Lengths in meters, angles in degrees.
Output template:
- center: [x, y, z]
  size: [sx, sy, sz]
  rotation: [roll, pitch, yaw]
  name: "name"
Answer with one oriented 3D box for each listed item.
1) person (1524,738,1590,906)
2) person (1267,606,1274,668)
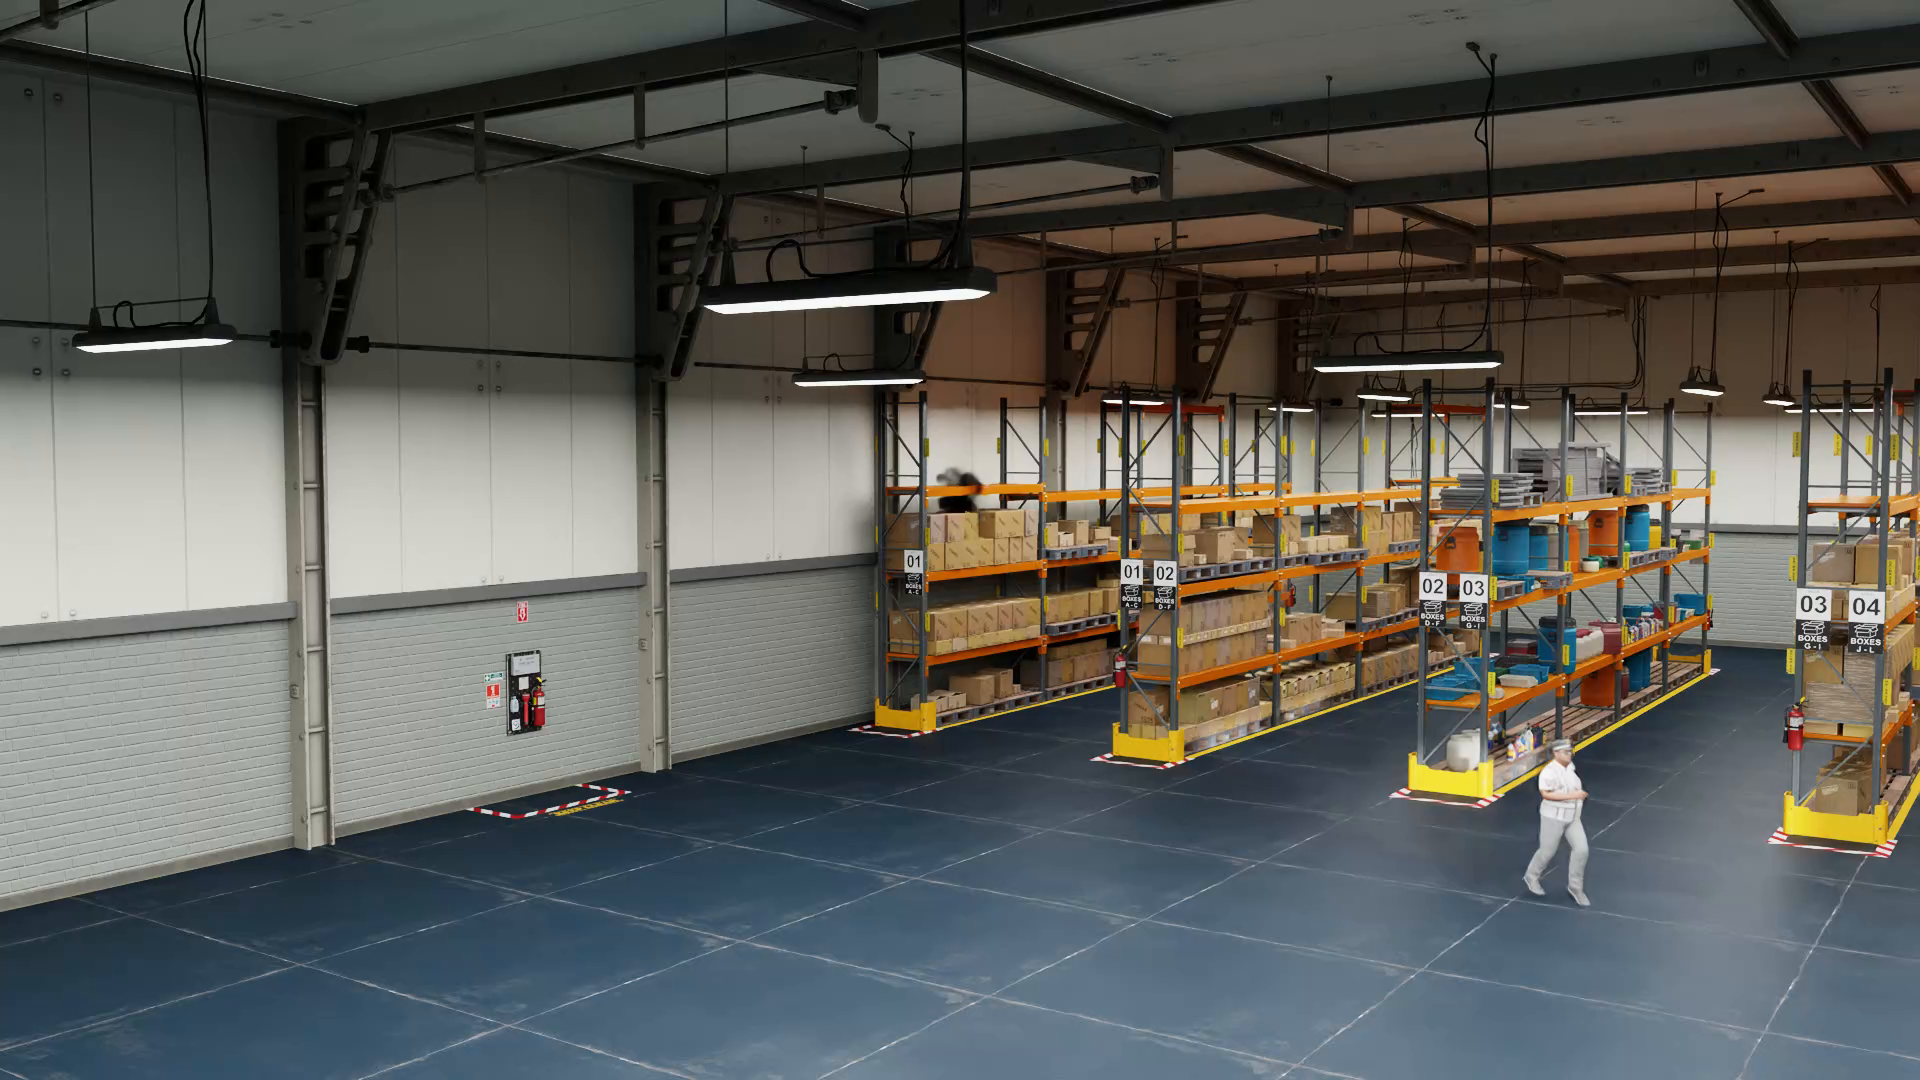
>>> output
- center: [6.616, 3.098, 18.382]
  size: [0.678, 1.857, 0.811]
  rotation: [-2, 4, -29]
  name: "person"
- center: [6.805, 2.220, 36.334]
  size: [0.541, 1.560, 0.549]
  rotation: [2, 4, 29]
  name: "person"
